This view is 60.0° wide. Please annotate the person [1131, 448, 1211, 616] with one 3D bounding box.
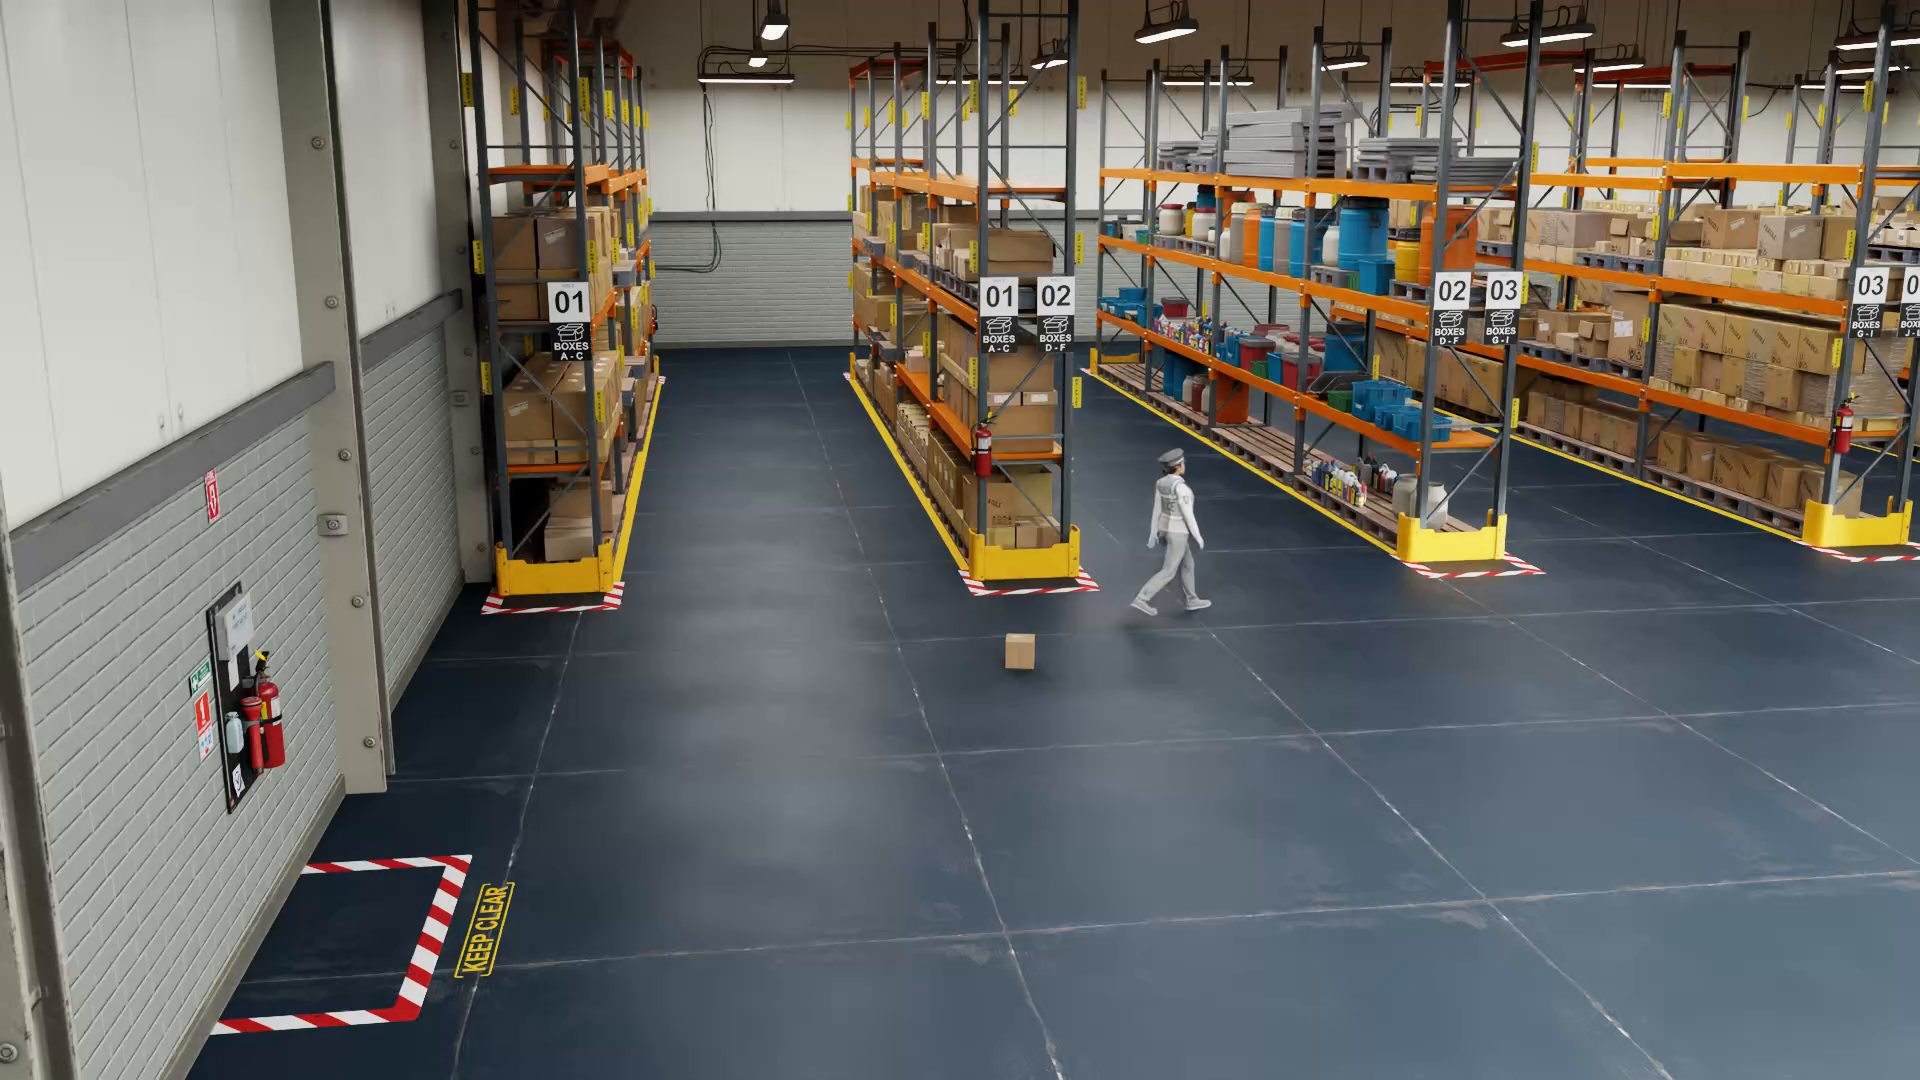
[{"bbox_3d":[2.073,-0.075,16.228,0.988,1.643,0.507,-5,14,-21],"label":"person"}]
